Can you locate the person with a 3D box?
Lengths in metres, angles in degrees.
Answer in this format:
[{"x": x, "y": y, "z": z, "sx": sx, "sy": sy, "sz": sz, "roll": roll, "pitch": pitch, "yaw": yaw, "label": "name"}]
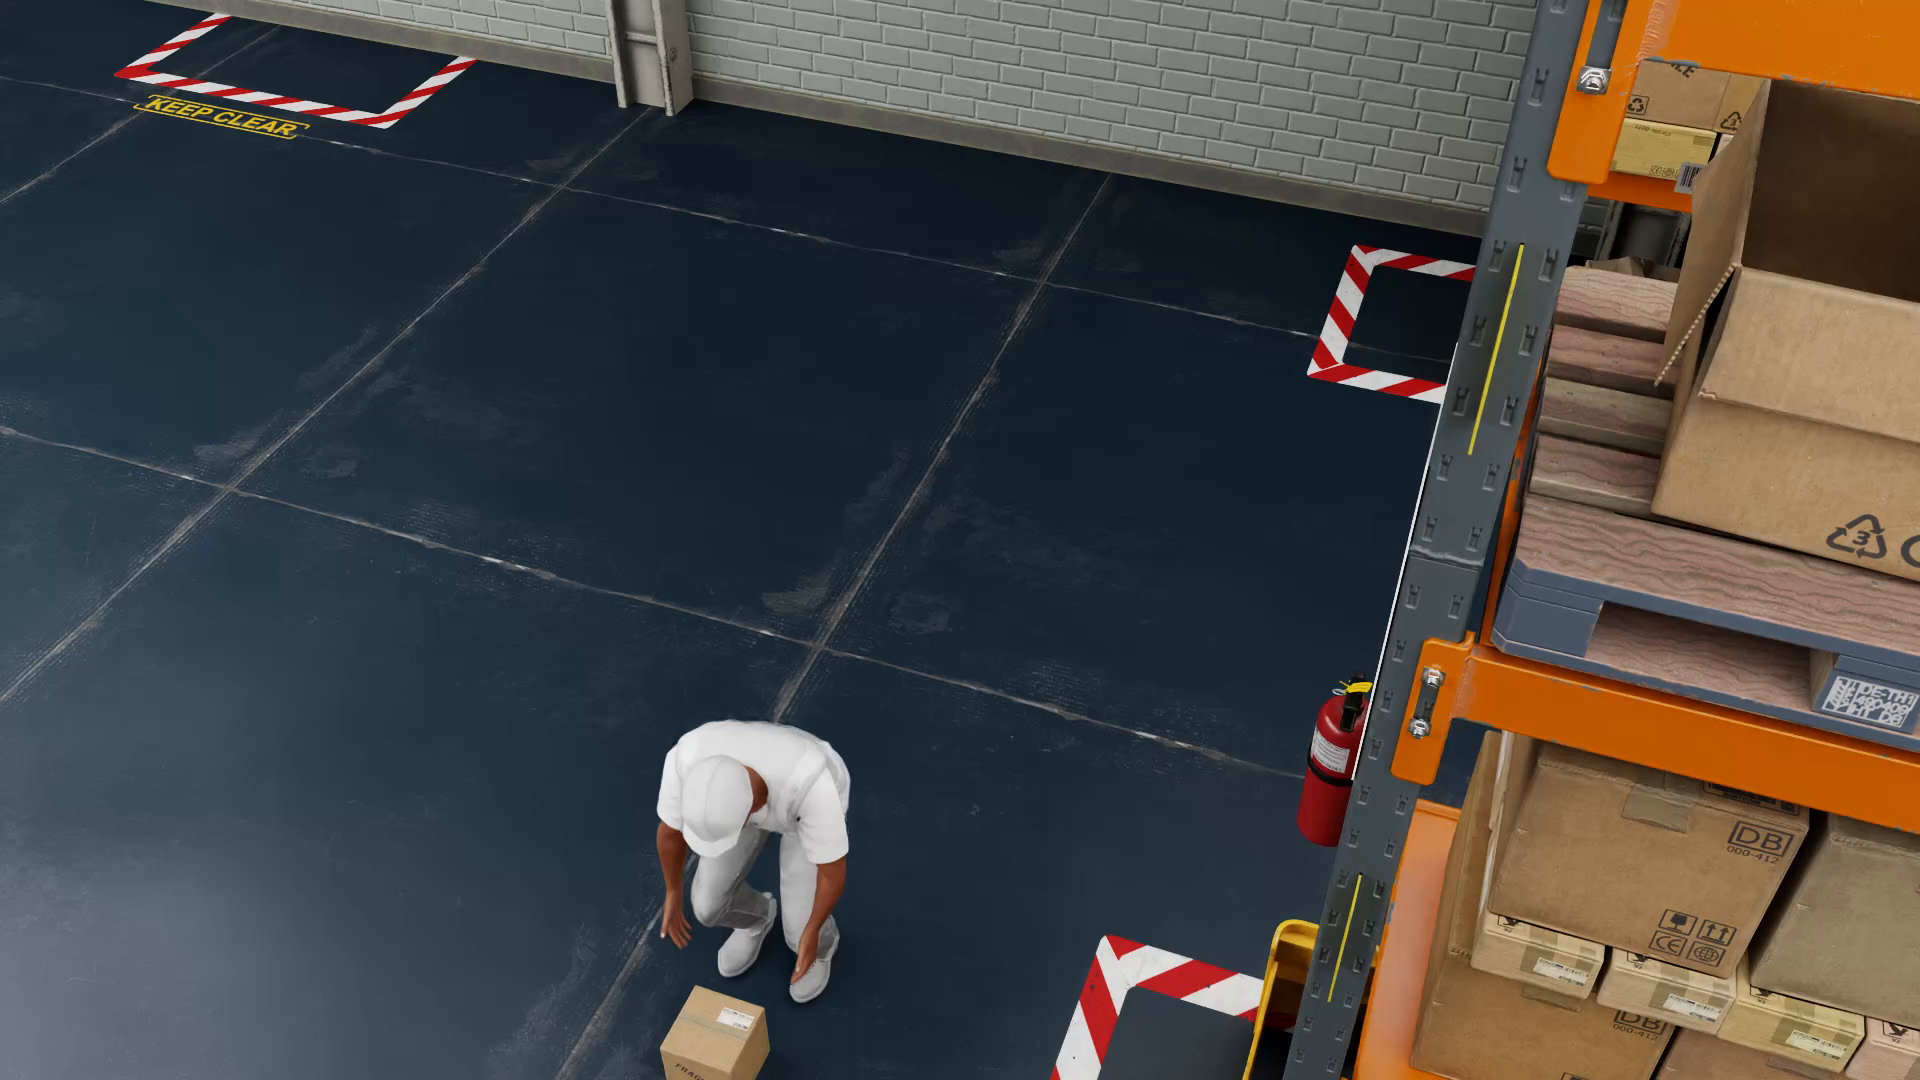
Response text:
[{"x": -0.609, "y": 0.991, "z": 5.310, "sx": 0.631, "sy": 1.373, "sz": 0.779, "roll": 14, "pitch": 43, "yaw": 15, "label": "person"}]
